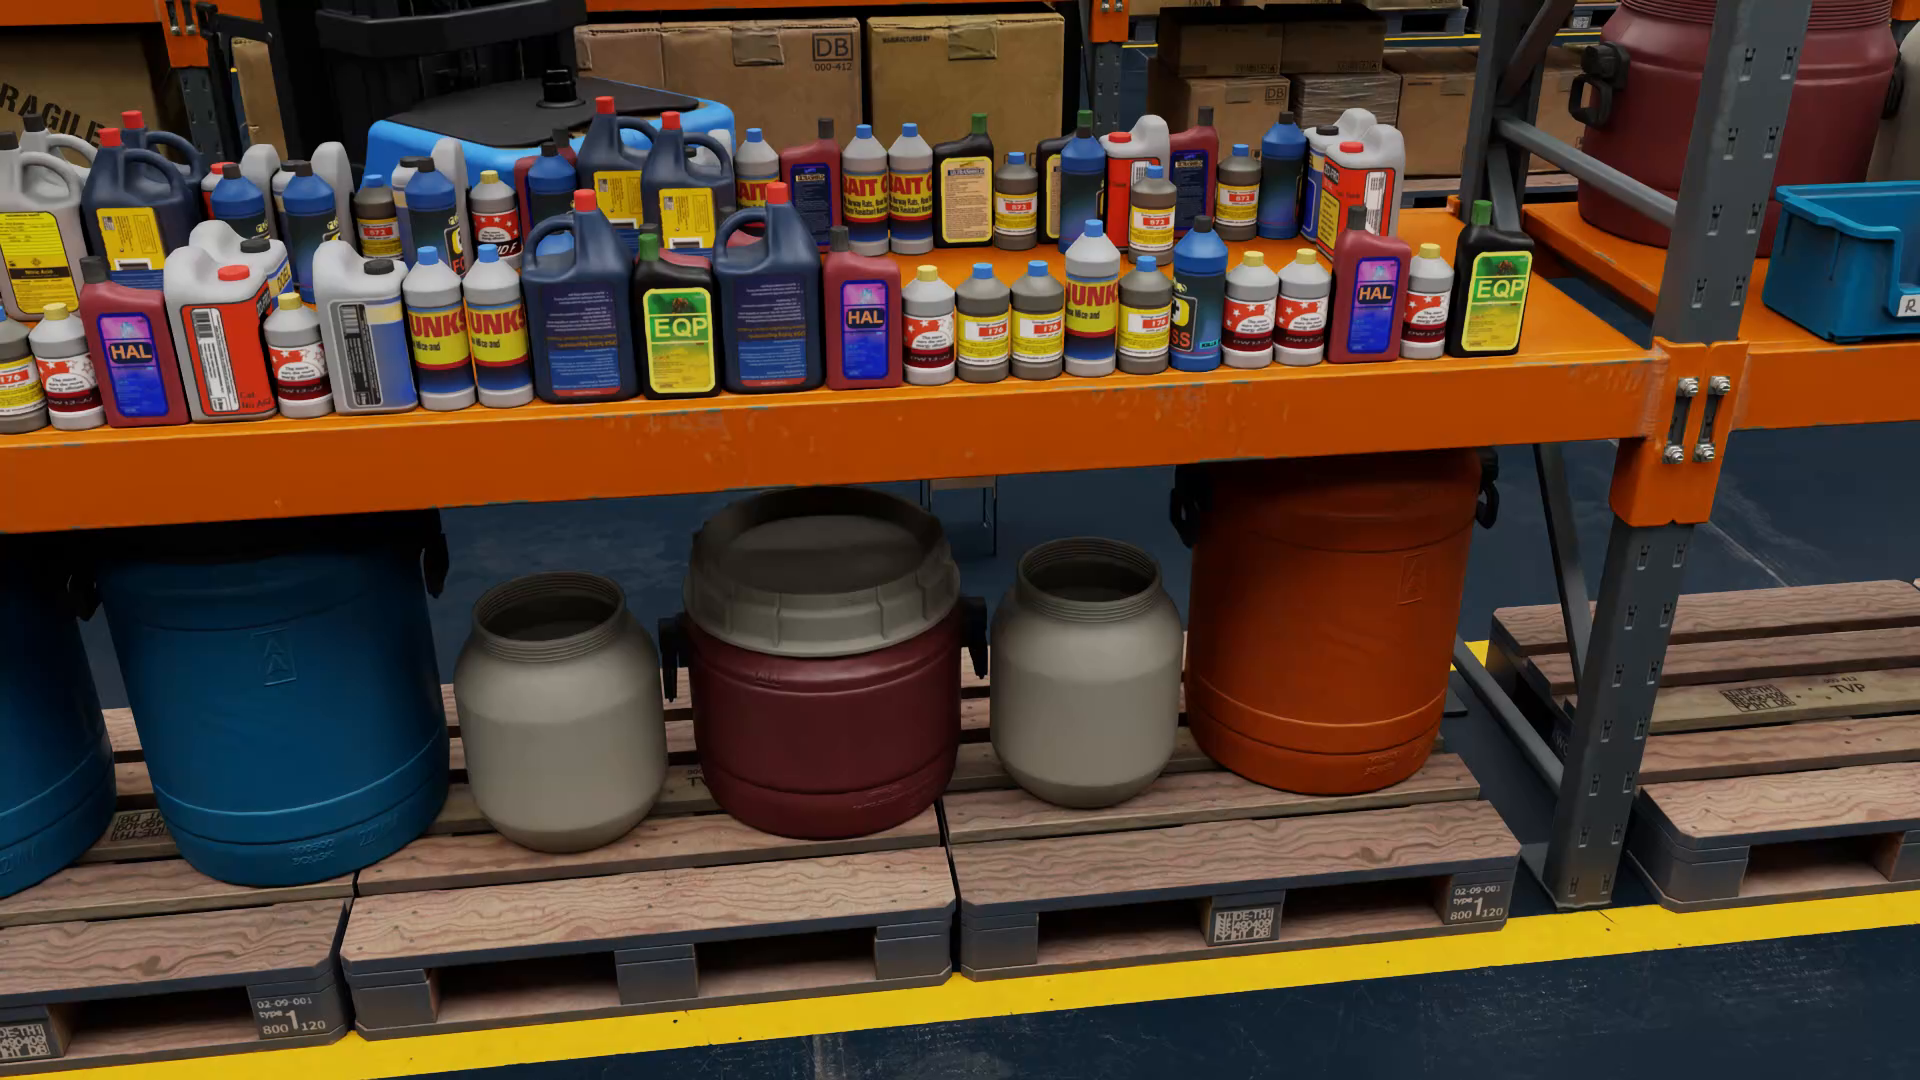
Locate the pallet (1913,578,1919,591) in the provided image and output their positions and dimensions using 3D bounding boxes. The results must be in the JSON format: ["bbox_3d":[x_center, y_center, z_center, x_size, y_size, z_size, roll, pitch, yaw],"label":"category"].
[{"bbox_3d":[3.283,0.387,4.264,1.213,0.211,1.003,-4,27,-7],"label":"pallet"}]

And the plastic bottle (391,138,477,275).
[{"bbox_3d":[-1.087,-0.686,3.436,0.135,0.276,0.152,-4,27,-7],"label":"plastic bottle"}]

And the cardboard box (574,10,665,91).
[{"bbox_3d":[-1.831,-2.079,7.883,0.875,0.875,1.225,-5,28,-9],"label":"cardboard box"}]

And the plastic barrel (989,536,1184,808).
[{"bbox_3d":[0.276,0.290,3.665,0.421,0.512,0.421,0,27,0],"label":"plastic barrel"}]

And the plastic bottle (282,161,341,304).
[{"bbox_3d":[-1.281,-0.614,3.301,0.097,0.271,0.097,0,27,0],"label":"plastic bottle"}]

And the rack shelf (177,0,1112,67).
[{"bbox_3d":[-1.366,-2.537,7.697,4.000,0.370,1.077,-4,27,-7],"label":"rack shelf"}]

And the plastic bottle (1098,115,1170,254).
[{"bbox_3d":[0.373,-0.779,3.619,0.135,0.276,0.152,-4,27,-7],"label":"plastic bottle"}]

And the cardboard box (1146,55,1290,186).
[{"bbox_3d":[1.275,-2.120,8.352,0.500,0.500,0.700,-5,28,-10],"label":"cardboard box"}]

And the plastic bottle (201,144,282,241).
[{"bbox_3d":[-1.450,-0.662,3.391,0.135,0.276,0.152,-4,27,-7],"label":"plastic bottle"}]

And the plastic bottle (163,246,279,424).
[{"bbox_3d":[-1.228,-0.352,2.786,0.135,0.276,0.152,-4,27,-7],"label":"plastic bottle"}]

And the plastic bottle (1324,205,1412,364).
[{"bbox_3d":[0.735,-0.460,2.989,0.133,0.283,0.061,-4,27,-7],"label":"plastic bottle"}]

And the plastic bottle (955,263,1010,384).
[{"bbox_3d":[0.040,-0.388,2.937,0.097,0.201,0.097,0,27,0],"label":"plastic bottle"}]

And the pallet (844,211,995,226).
[{"bbox_3d":[-0.177,-1.728,8.386,1.213,0.211,1.003,-4,27,-7],"label":"pallet"}]

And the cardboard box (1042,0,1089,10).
[{"bbox_3d":[0.639,-4.417,12.577,0.750,0.750,1.050,-4,27,-8],"label":"cardboard box"}]

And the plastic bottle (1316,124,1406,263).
[{"bbox_3d":[0.852,-0.740,3.542,0.135,0.276,0.152,-4,27,-7],"label":"plastic bottle"}]

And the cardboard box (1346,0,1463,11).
[{"bbox_3d":[3.382,-4.593,12.920,0.750,0.750,1.050,-4,27,-7],"label":"cardboard box"}]

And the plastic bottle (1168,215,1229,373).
[{"bbox_3d":[0.425,-0.443,2.969,0.097,0.271,0.097,0,27,0],"label":"plastic bottle"}]

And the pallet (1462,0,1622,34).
[{"bbox_3d":[4.748,-4.260,13.321,1.213,0.211,1.003,-4,27,-7],"label":"pallet"}]

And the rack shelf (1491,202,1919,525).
[{"bbox_3d":[3.285,-0.553,3.829,4.000,0.370,1.077,-4,27,-7],"label":"rack shelf"}]

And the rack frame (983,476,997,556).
[{"bbox_3d":[0.093,-0.406,5.056,0.006,0.900,0.240,-4,27,-7],"label":"rack frame"}]

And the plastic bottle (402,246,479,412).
[{"bbox_3d":[-0.880,-0.360,2.806,0.097,0.271,0.097,0,27,0],"label":"plastic bottle"}]

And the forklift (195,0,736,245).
[{"bbox_3d":[-2.252,-2.161,6.252,3.031,2.935,1.130,21,34,34],"label":"forklift"}]

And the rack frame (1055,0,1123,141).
[{"bbox_3d":[0.614,-2.984,7.781,0.127,3.000,1.000,-4,27,-7],"label":"rack frame"}]

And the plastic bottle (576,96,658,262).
[{"bbox_3d":[-0.701,-0.745,3.471,0.185,0.351,0.144,-4,27,-7],"label":"plastic bottle"}]

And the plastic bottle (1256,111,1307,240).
[{"bbox_3d":[0.712,-0.812,3.687,0.097,0.271,0.097,0,27,0],"label":"plastic bottle"}]

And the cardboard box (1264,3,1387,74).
[{"bbox_3d":[1.798,-2.496,8.264,0.500,0.250,0.500,-1,27,-1],"label":"cardboard box"}]

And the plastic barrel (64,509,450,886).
[{"bbox_3d":[-1.414,0.184,3.444,0.708,0.901,0.600,-4,27,-7],"label":"plastic barrel"}]

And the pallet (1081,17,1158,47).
[{"bbox_3d":[0.815,-4.009,12.831,1.213,0.211,1.003,-4,27,-7],"label":"pallet"}]

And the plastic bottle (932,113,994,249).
[{"bbox_3d":[0.005,-0.780,3.612,0.133,0.283,0.061,-4,27,-7],"label":"plastic bottle"}]

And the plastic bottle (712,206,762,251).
[{"bbox_3d":[-0.372,-0.456,2.980,0.133,0.283,0.061,-4,27,-7],"label":"plastic bottle"}]

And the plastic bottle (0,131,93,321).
[{"bbox_3d":[-1.772,-0.610,3.208,0.185,0.351,0.144,-4,27,-7],"label":"plastic bottle"}]

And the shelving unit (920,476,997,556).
[{"bbox_3d":[-0.008,-0.400,5.044,0.210,0.900,0.258,-4,27,-7],"label":"shelving unit"}]

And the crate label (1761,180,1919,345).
[{"bbox_3d":[1.774,-0.528,3.177,0.416,0.233,0.303,-4,27,-7],"label":"crate label"}]

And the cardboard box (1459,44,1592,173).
[{"bbox_3d":[2.936,-2.236,8.577,0.500,0.500,0.700,-6,28,-12],"label":"cardboard box"}]

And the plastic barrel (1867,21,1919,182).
[{"bbox_3d":[2.293,-0.957,3.707,0.421,0.512,0.421,0,27,0],"label":"plastic barrel"}]

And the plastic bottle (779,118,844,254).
[{"bbox_3d":[-0.320,-0.759,3.572,0.133,0.283,0.061,-4,27,-7],"label":"plastic bottle"}]

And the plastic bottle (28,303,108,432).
[{"bbox_3d":[-1.471,-0.290,2.748,0.097,0.201,0.097,0,27,0],"label":"plastic bottle"}]

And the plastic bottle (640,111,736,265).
[{"bbox_3d":[-0.547,-0.685,3.354,0.185,0.351,0.144,-4,27,-7],"label":"plastic bottle"}]

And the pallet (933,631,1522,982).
[{"bbox_3d":[0.530,0.564,3.919,1.213,0.211,1.003,-4,27,-7],"label":"pallet"}]

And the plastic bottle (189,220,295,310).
[{"bbox_3d":[-1.249,-0.421,2.920,0.135,0.276,0.152,-4,27,-7],"label":"plastic bottle"}]

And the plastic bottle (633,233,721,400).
[{"bbox_3d":[-0.484,-0.382,2.836,0.133,0.283,0.061,-4,27,-7],"label":"plastic bottle"}]
